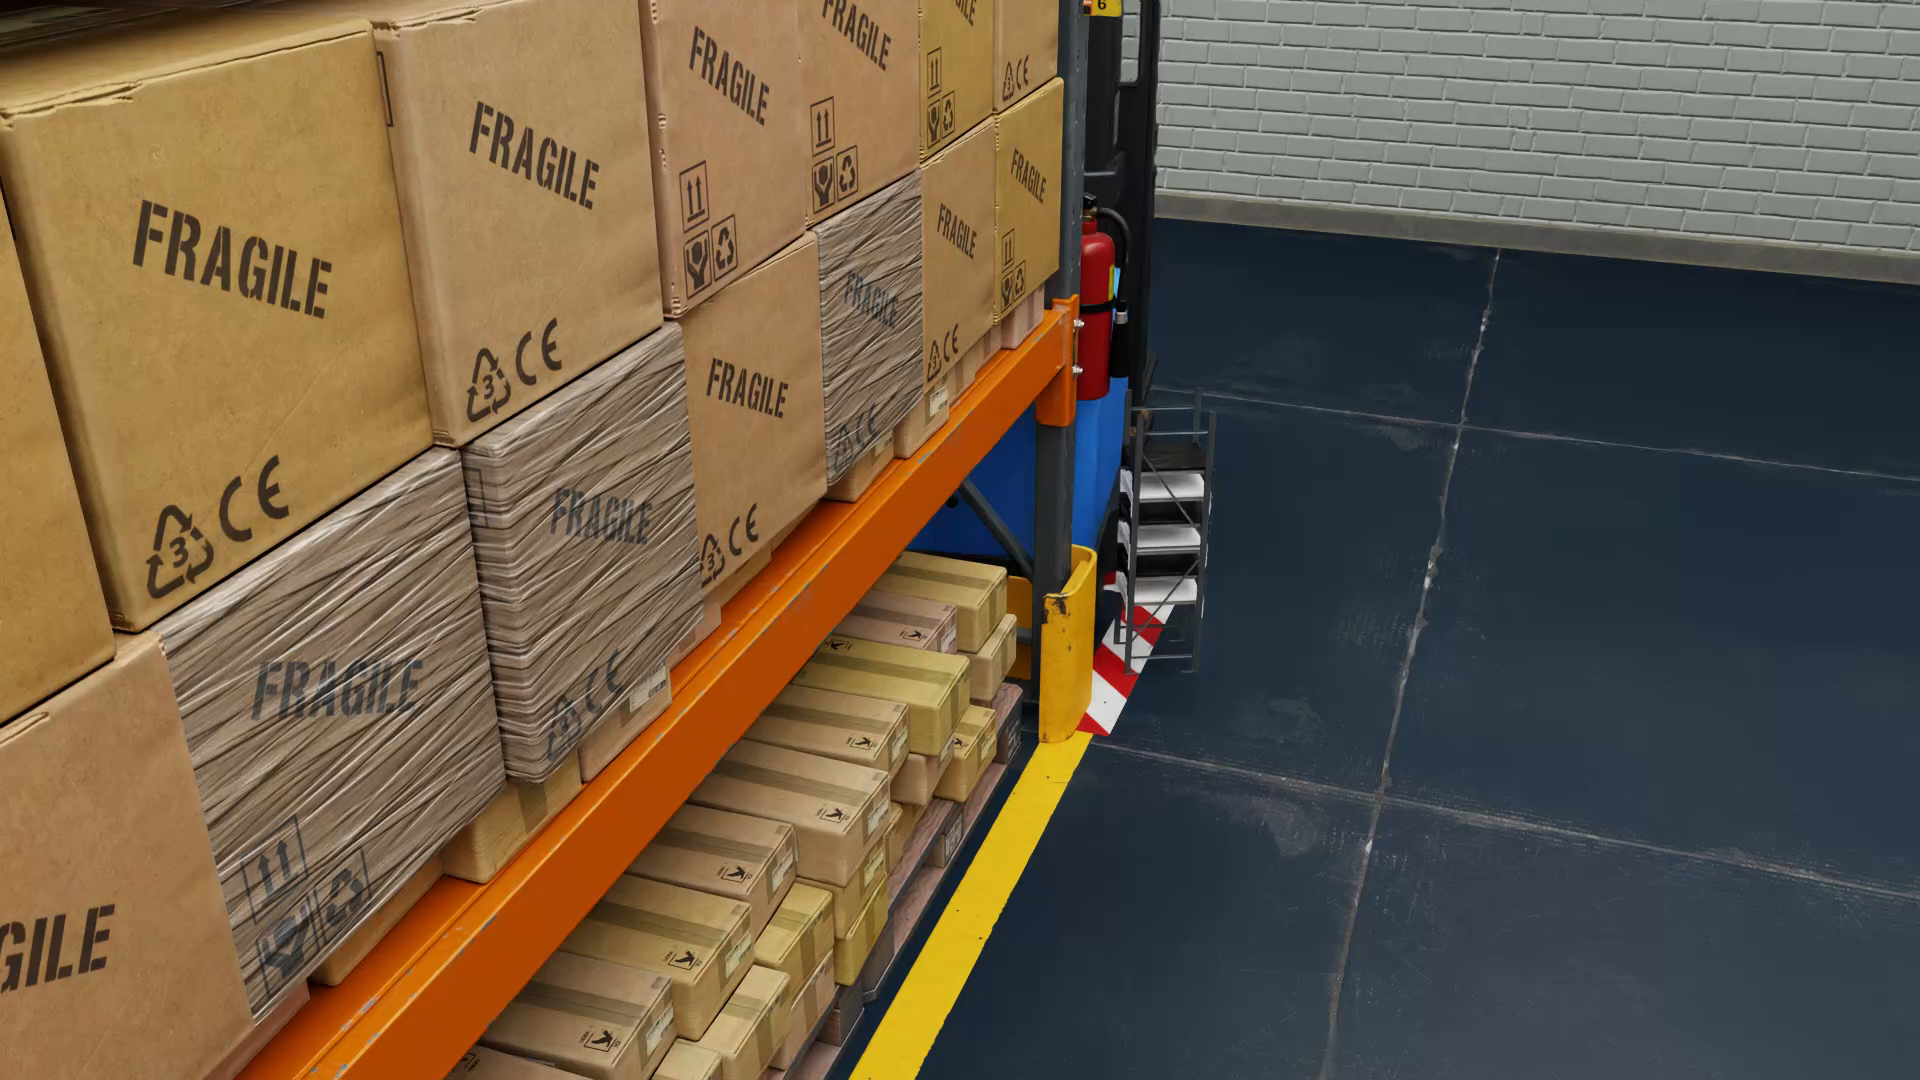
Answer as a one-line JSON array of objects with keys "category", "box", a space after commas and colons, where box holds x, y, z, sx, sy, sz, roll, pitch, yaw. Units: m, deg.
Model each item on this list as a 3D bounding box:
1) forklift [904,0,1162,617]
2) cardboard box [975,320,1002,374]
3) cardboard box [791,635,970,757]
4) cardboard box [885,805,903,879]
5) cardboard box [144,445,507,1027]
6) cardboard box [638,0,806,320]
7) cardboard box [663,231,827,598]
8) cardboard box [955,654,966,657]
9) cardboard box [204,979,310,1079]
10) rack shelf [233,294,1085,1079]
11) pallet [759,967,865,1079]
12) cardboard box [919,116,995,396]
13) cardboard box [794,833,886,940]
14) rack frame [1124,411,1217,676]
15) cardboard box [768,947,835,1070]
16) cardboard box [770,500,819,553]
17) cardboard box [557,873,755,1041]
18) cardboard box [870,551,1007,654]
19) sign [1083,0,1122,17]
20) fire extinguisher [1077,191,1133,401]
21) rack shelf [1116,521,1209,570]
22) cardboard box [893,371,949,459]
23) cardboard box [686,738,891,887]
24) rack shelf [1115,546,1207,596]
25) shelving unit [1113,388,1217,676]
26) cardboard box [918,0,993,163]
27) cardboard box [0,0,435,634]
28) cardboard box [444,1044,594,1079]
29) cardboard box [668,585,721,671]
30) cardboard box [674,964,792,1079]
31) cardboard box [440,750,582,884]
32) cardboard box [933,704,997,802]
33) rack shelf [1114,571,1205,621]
[{"category": "forklift", "box": [0.217, -1.642, 6.279, 1.130, 2.935, 3.031, 5, 26, 10]}, {"category": "cardboard box", "box": [-0.112, -0.533, 4.197, 0.380, 0.149, 0.250, 9, 27, 17]}, {"category": "cardboard box", "box": [-0.193, 0.382, 4.125, 0.380, 0.149, 0.250, 8, 27, 16]}, {"category": "cardboard box", "box": [-0.360, 0.743, 4.064, 0.380, 0.149, 0.250, 9, 27, 18]}, {"category": "cardboard box", "box": [-0.923, 0.176, 1.989, 0.500, 0.500, 0.500, 9, 27, 17]}, {"category": "cardboard box", "box": [-0.576, -0.682, 2.612, 0.500, 0.500, 0.500, 8, 27, 16]}, {"category": "cardboard box", "box": [-0.571, -0.251, 2.870, 0.500, 0.500, 0.500, 10, 28, 20]}, {"category": "cardboard box", "box": [-0.196, 0.400, 4.430, 0.380, 0.149, 0.250, 8, 27, 16]}, {"category": "cardboard box", "box": [-1.025, 0.536, 1.990, 0.380, 0.149, 0.250, 8, 27, 15]}, {"category": "rack shelf", "box": [-0.818, 0.228, 3.163, 1.077, 0.370, 4.000, 9, 27, 17]}, {"category": "pallet", "box": [-0.889, 1.197, 3.536, 1.003, 0.211, 1.213, 9, 27, 17]}, {"category": "cardboard box", "box": [-0.235, -0.664, 3.723, 0.500, 0.500, 0.500, 8, 27, 17]}, {"category": "cardboard box", "box": [-0.390, 0.729, 3.750, 0.380, 0.149, 0.250, 9, 27, 18]}, {"category": "rack frame", "box": [0.648, 0.026, 5.164, 0.240, 0.900, 0.006, -2, 26, -4]}, {"category": "cardboard box", "box": [-0.495, 0.966, 3.603, 0.380, 0.149, 0.250, 9, 27, 18]}, {"category": "cardboard box", "box": [-0.506, -0.113, 3.330, 0.380, 0.149, 0.250, 8, 27, 15]}, {"category": "cardboard box", "box": [-0.629, 0.802, 3.258, 0.380, 0.149, 0.250, 9, 27, 18]}, {"category": "cardboard box", "box": [-0.089, 0.163, 4.579, 0.380, 0.149, 0.250, 9, 27, 18]}, {"category": "sign", "box": [0.365, -1.493, 4.199, 0.100, 0.325, 0.005, 9, 27, 17]}, {"category": "fire extinguisher", "box": [0.367, -0.752, 4.878, 0.296, 0.674, 0.183, 9, 27, 17]}, {"category": "rack shelf", "box": [0.639, 0.011, 5.270, 0.258, 0.077, 0.200, -2, 26, -4]}, {"category": "cardboard box", "box": [-0.244, -0.320, 3.756, 0.380, 0.149, 0.250, 9, 27, 19]}, {"category": "cardboard box", "box": [-0.376, 0.598, 3.679, 0.380, 0.149, 0.250, 10, 28, 19]}, {"category": "rack shelf", "box": [0.639, 0.092, 5.309, 0.258, 0.077, 0.200, -2, 26, -4]}, {"category": "shelving unit", "box": [0.639, -0.019, 5.255, 0.258, 0.900, 0.210, -2, 26, -4]}, {"category": "cardboard box", "box": [-0.238, -1.115, 3.506, 0.500, 0.500, 0.500, 8, 27, 16]}, {"category": "cardboard box", "box": [-0.945, -0.268, 1.759, 0.500, 0.500, 0.500, 8, 27, 16]}, {"category": "cardboard box", "box": [-0.761, 1.022, 2.804, 0.380, 0.149, 0.250, 9, 27, 19]}, {"category": "cardboard box", "box": [-0.642, 0.105, 2.880, 0.380, 0.149, 0.250, 10, 28, 19]}, {"category": "cardboard box", "box": [-0.558, 0.949, 3.296, 0.380, 0.149, 0.250, 9, 27, 18]}, {"category": "cardboard box", "box": [-0.784, 0.331, 2.413, 0.380, 0.149, 0.250, 9, 27, 18]}, {"category": "cardboard box", "box": [-0.121, 0.543, 4.476, 0.380, 0.149, 0.250, 10, 27, 19]}, {"category": "rack shelf", "box": [0.639, 0.173, 5.348, 0.258, 0.077, 0.200, -2, 26, -4]}]
